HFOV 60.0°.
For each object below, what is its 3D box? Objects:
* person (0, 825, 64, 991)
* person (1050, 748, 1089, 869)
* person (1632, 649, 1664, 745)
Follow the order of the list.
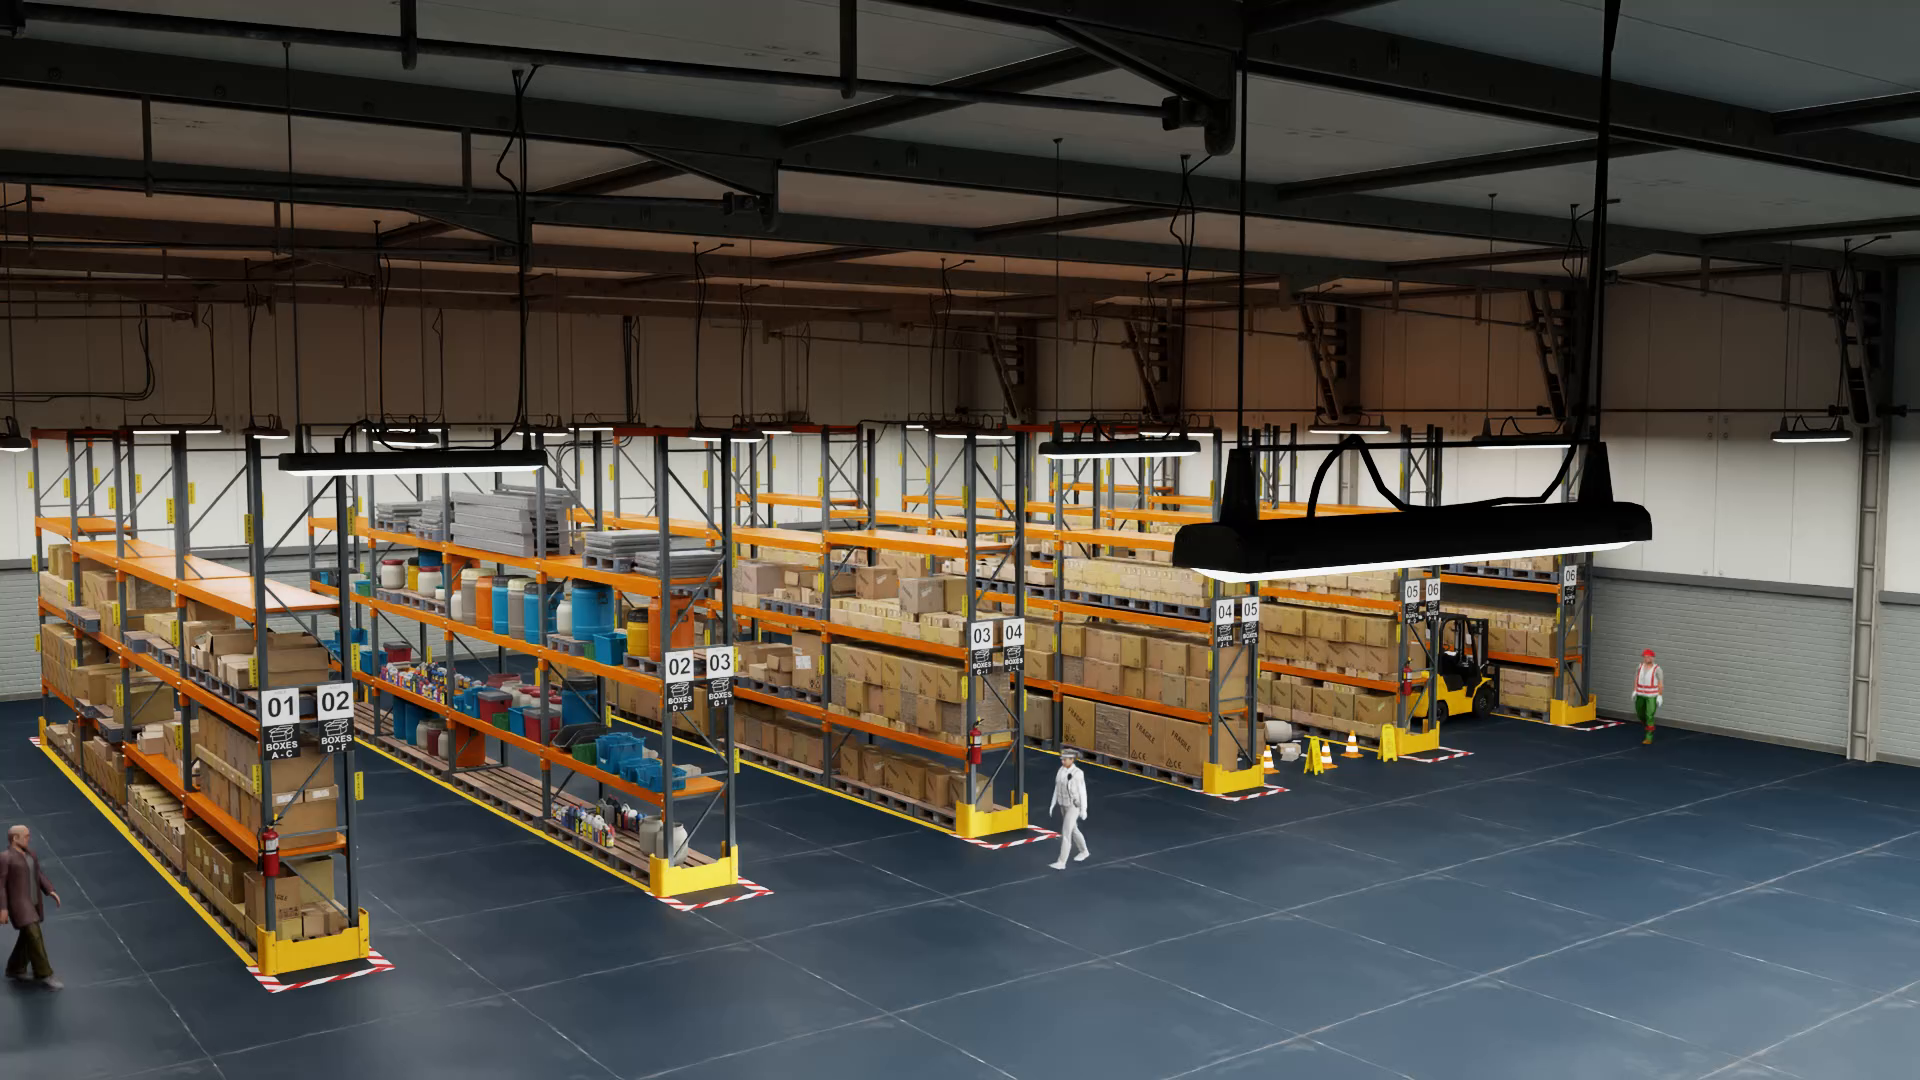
[{"bbox_3d":[-10.194,4.130,18.314,0.859,1.593,0.607,0,4,5],"label":"person"},{"bbox_3d":[1.498,3.701,23.087,0.840,1.642,0.486,-3,5,-32],"label":"person"},{"bbox_3d":[13.108,2.958,31.633,0.810,1.779,0.517,-4,6,-38],"label":"person"}]
